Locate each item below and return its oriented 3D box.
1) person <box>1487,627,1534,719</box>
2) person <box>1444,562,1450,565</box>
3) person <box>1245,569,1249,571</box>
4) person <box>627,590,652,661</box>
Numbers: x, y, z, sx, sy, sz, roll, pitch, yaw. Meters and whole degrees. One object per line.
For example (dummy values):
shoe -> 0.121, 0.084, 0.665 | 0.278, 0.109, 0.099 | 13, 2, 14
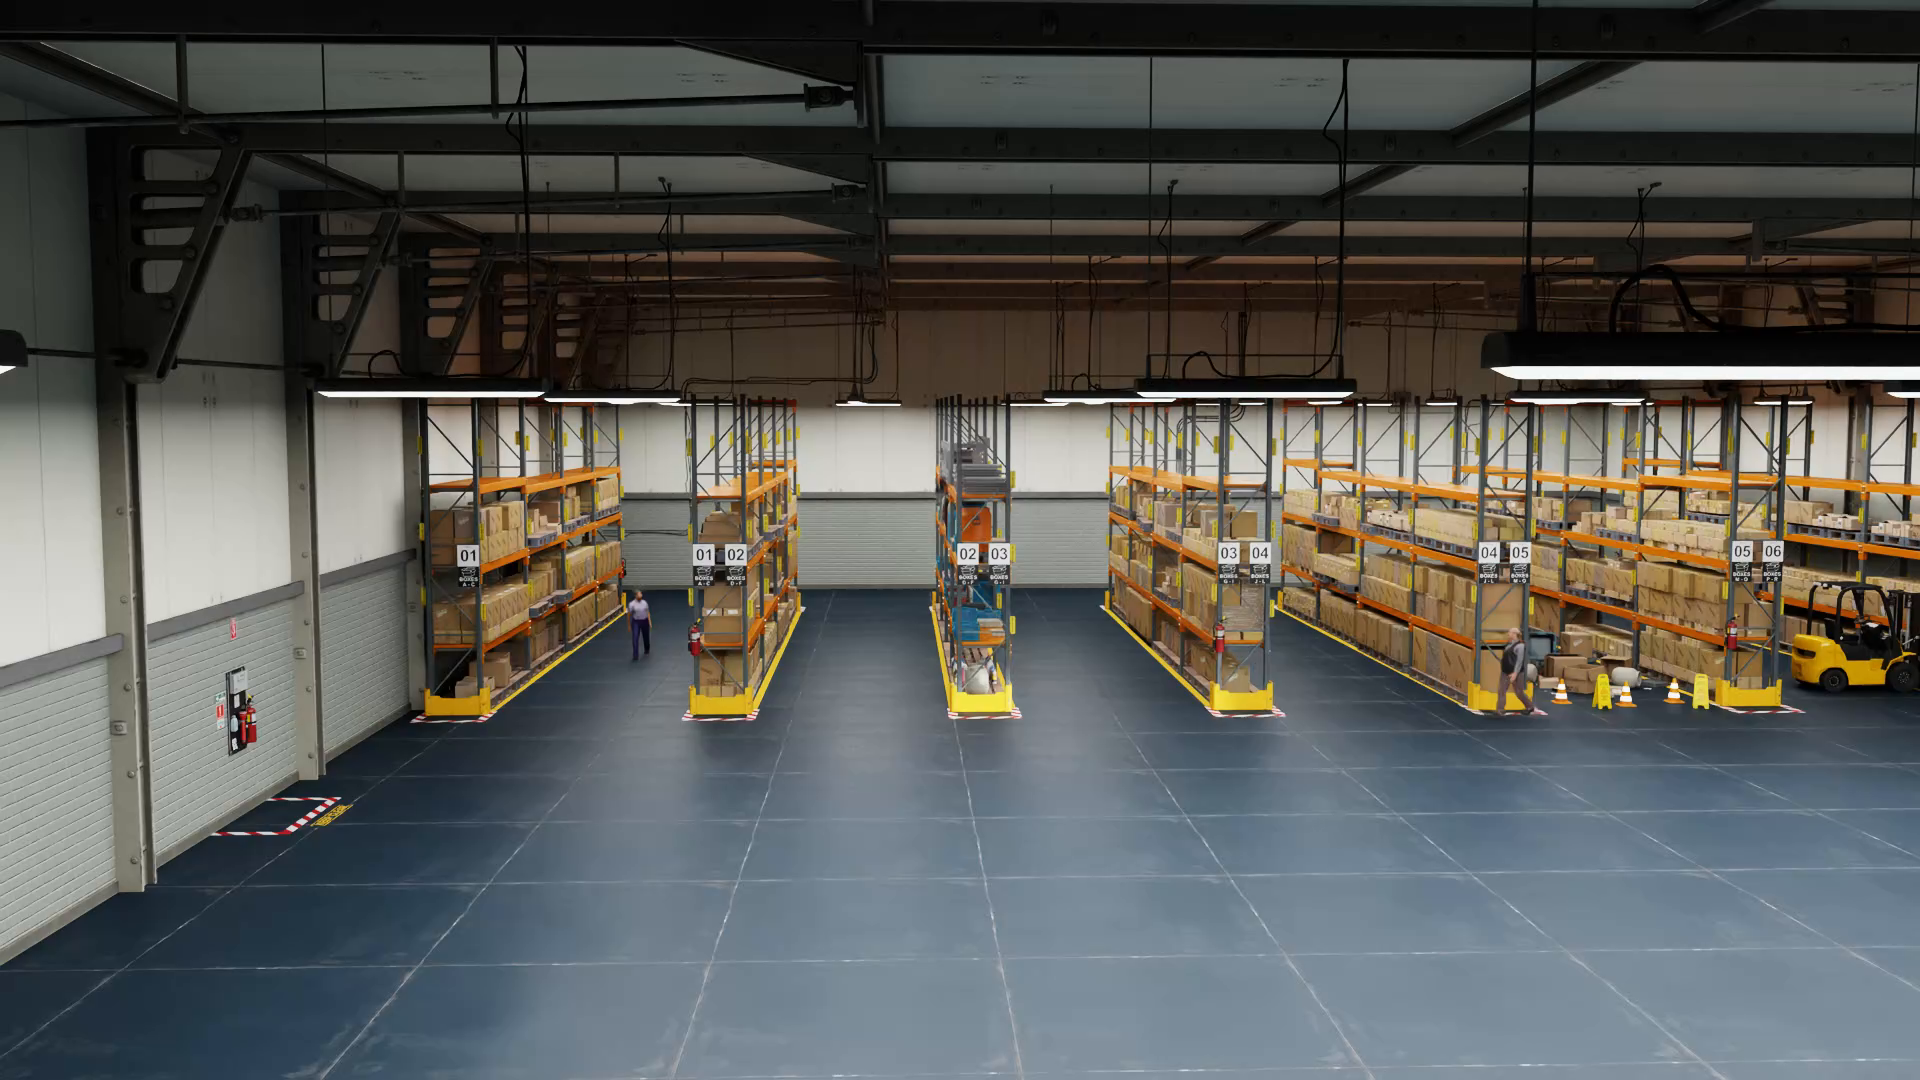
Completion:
person -> 10.209, 2.464, 30.708 | 0.944, 1.696, 0.519 | -2, 5, -28
person -> 13.022, 1.340, 44.557 | 0.442, 1.777, 0.556 | 1, 5, 8
person -> 7.748, 1.326, 45.692 | 0.326, 1.604, 0.435 | -2, 5, -21
person -> -7.334, 1.970, 38.062 | 0.557, 1.506, 0.952 | -1, 5, -8
